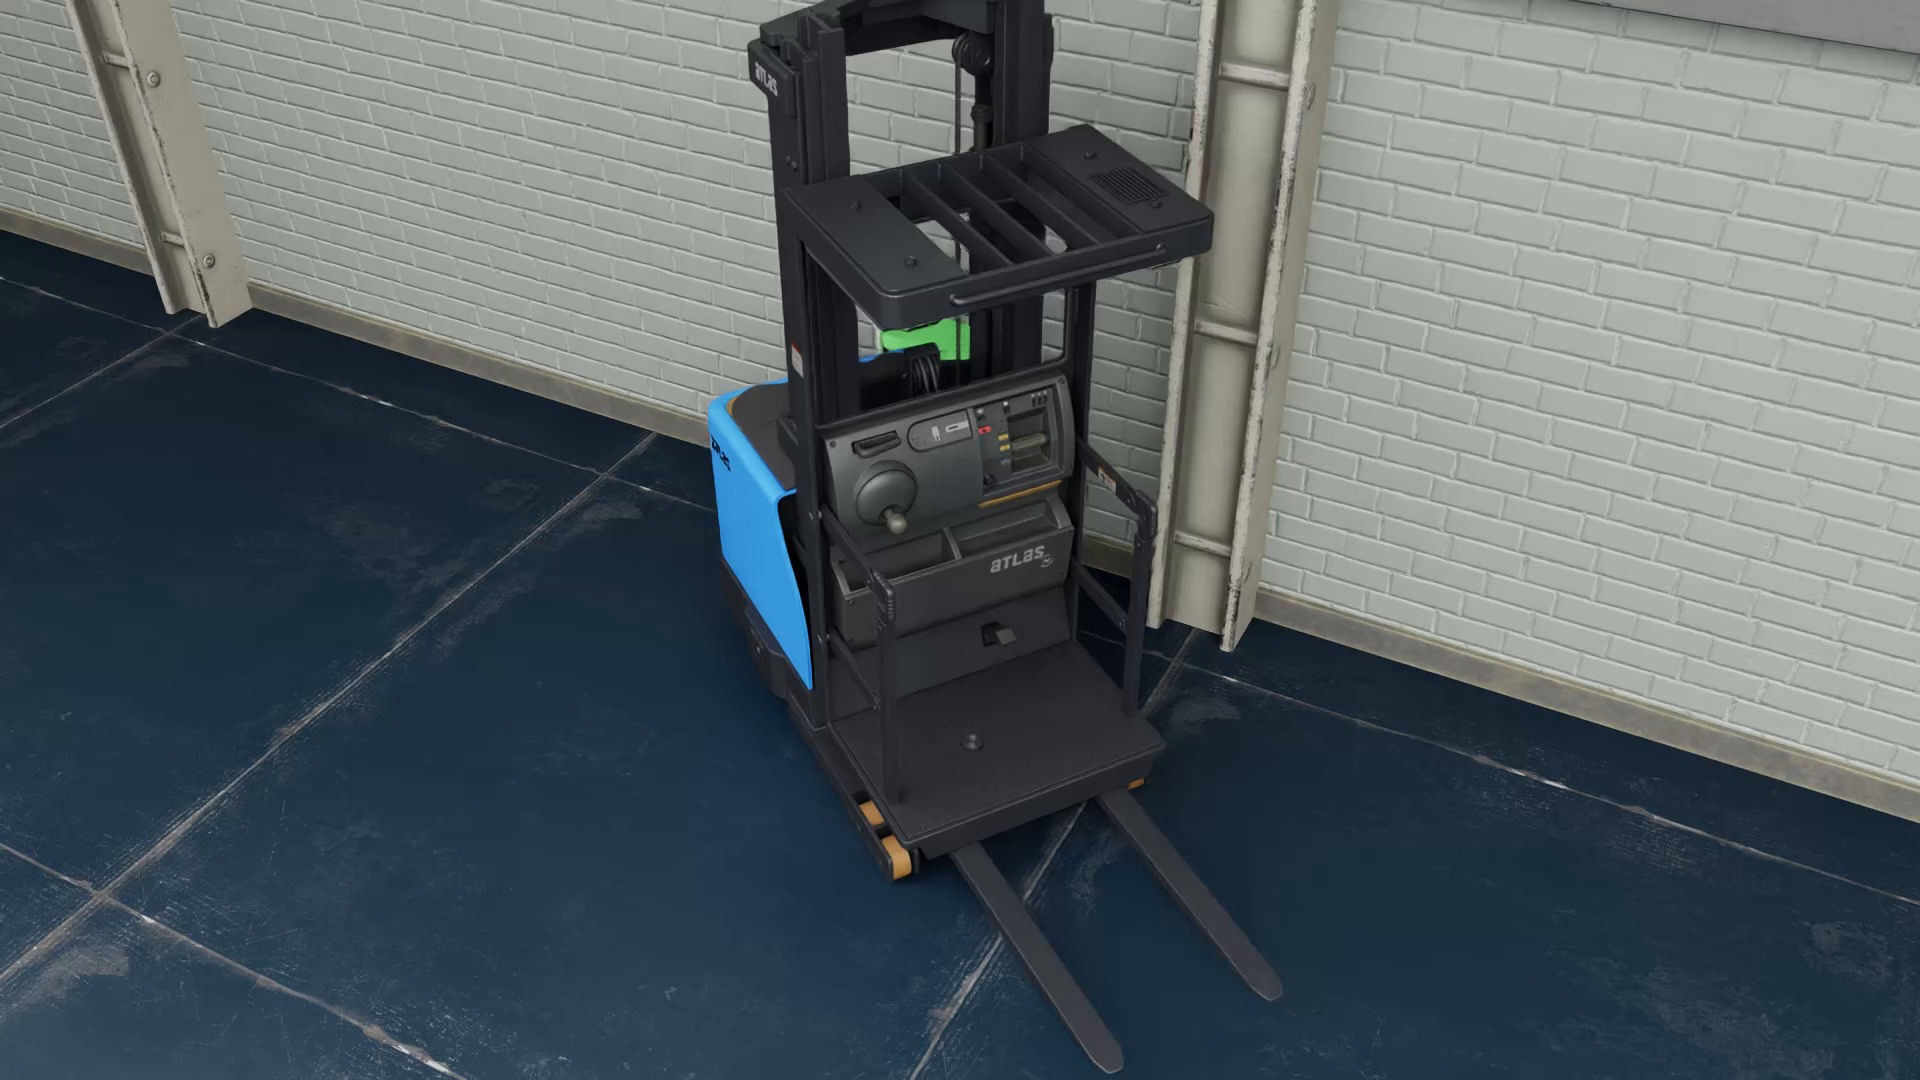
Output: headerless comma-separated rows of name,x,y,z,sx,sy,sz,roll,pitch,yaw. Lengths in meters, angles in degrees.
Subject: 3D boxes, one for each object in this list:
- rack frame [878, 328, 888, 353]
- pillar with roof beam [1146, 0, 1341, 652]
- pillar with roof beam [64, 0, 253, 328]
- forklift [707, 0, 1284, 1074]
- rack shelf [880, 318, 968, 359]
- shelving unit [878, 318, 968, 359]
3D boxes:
rack frame,-0.287,-0.558,7.496,0.015,1.200,0.240,15,38,22
pillar with roof beam,-0.924,-0.928,1.530,0.400,9.000,9.100,17,41,21
pillar with roof beam,-6.252,-2.596,3.728,0.400,9.000,9.100,17,41,21
forklift,0.076,-0.231,5.630,1.130,2.935,3.031,-17,40,-21
rack shelf,-0.074,-0.838,7.166,0.480,0.148,0.258,15,38,22
shelving unit,-0.068,-0.498,7.406,0.503,1.200,0.258,15,38,22
